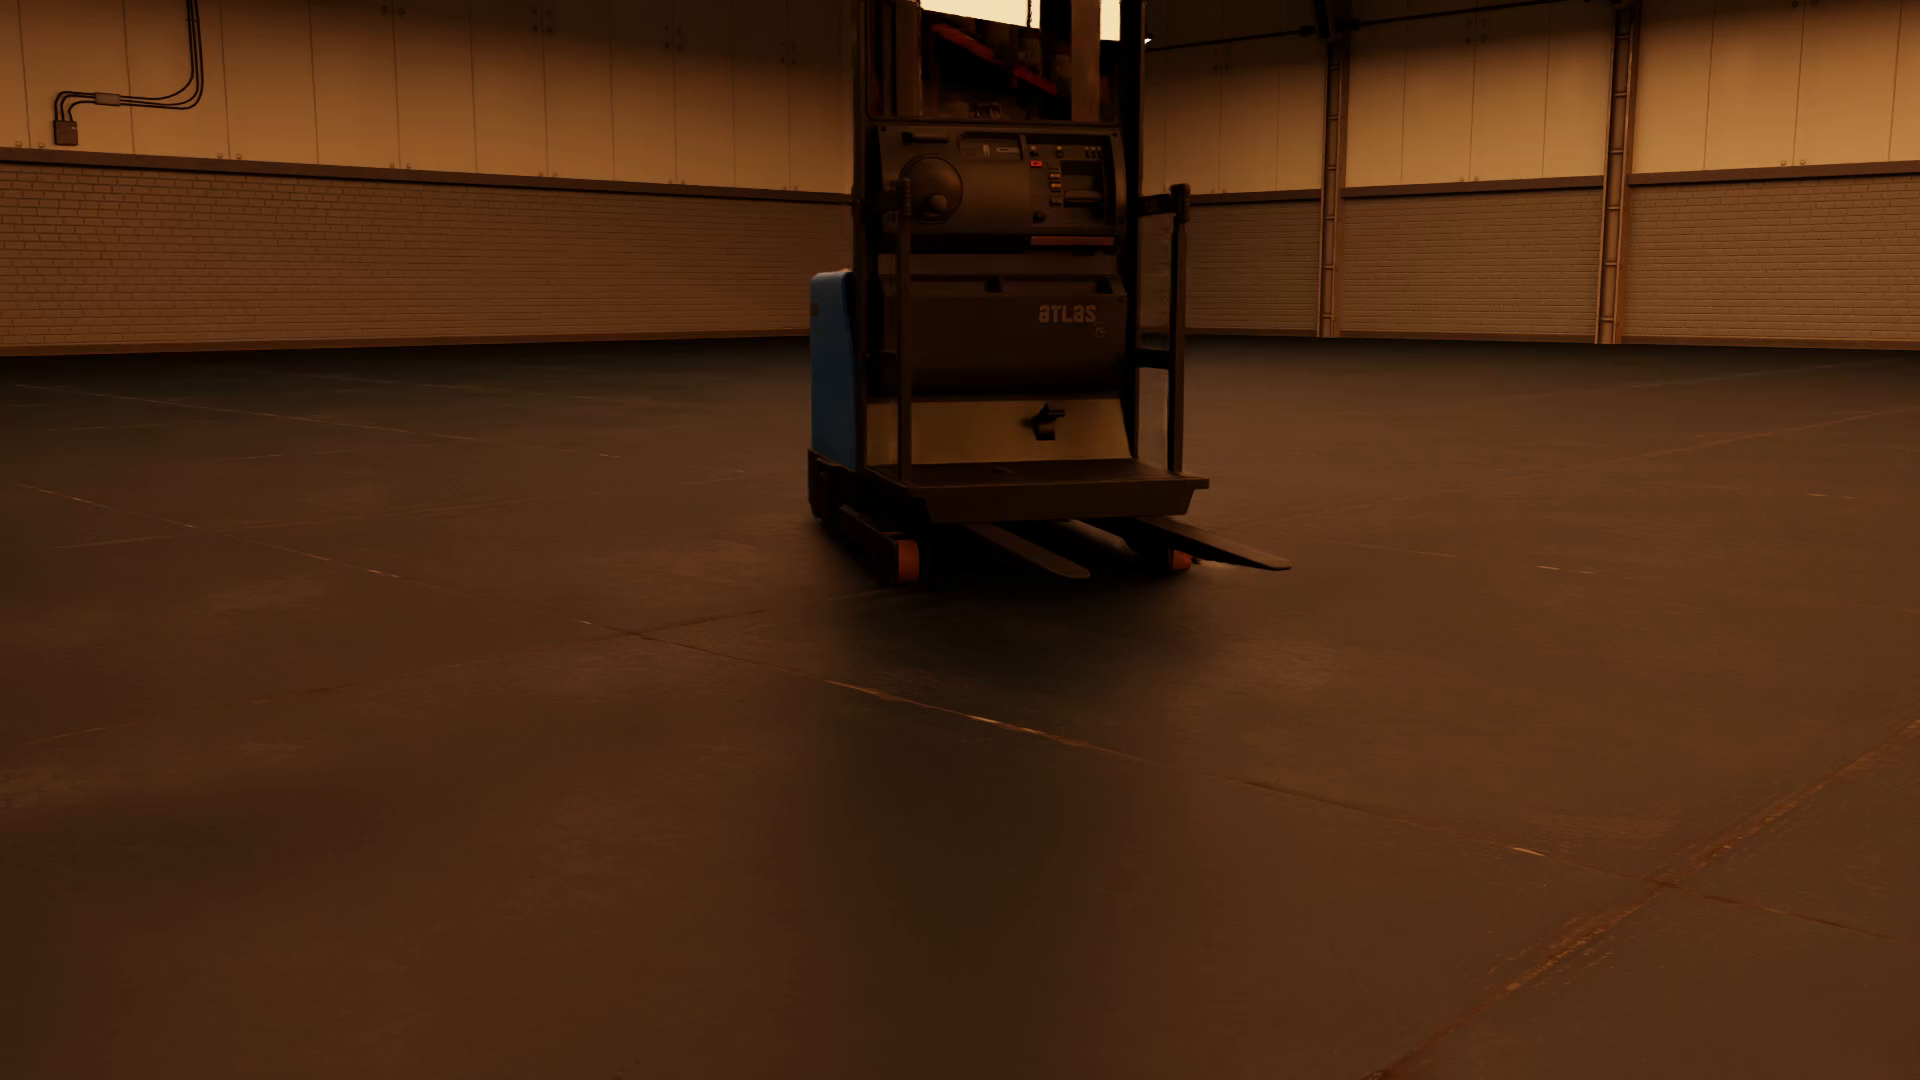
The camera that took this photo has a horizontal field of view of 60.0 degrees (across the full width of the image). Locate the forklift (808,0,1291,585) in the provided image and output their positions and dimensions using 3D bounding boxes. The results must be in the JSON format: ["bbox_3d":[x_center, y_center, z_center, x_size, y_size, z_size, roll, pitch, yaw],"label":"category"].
[{"bbox_3d":[0.216,-1.356,5.878,1.130,2.935,3.031,-2,9,-15],"label":"forklift"}]
